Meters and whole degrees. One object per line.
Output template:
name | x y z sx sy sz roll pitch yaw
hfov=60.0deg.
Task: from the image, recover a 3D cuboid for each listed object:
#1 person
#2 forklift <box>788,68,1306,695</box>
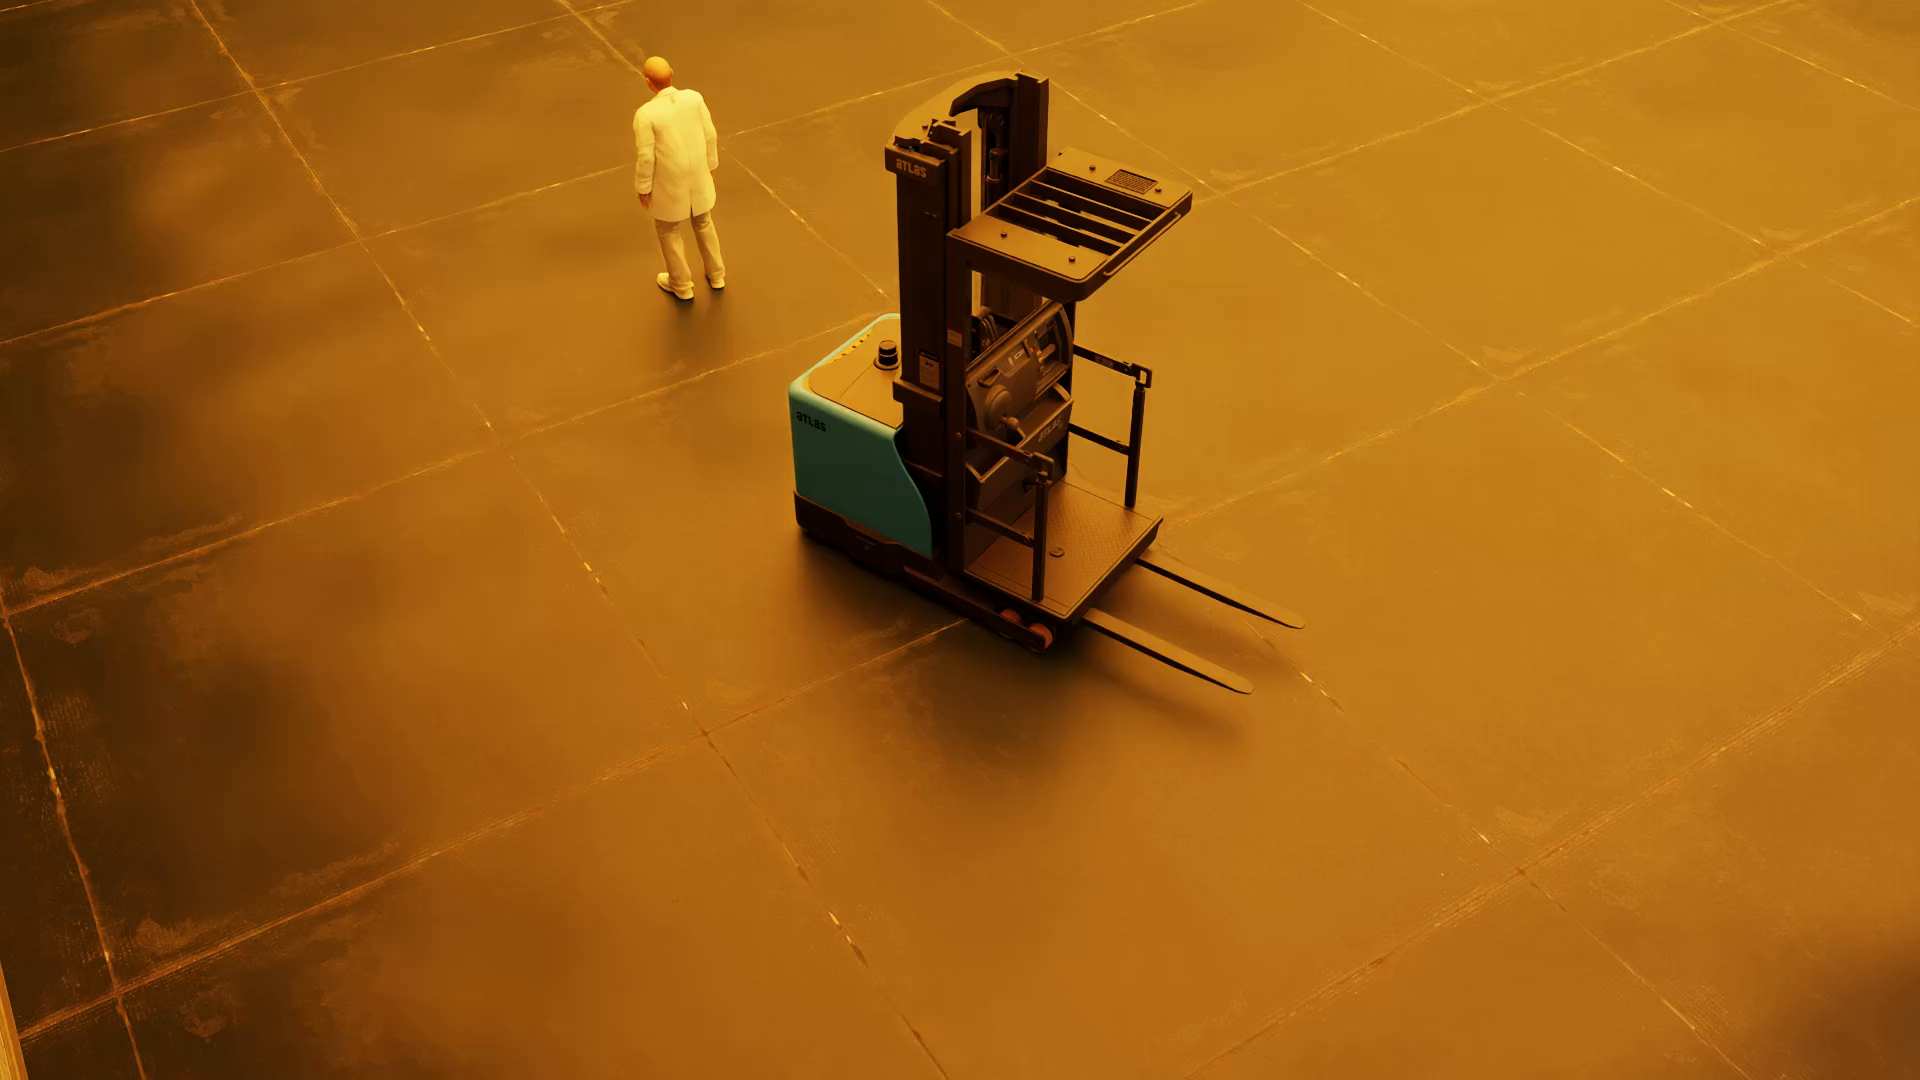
person | -1.983 -2.530 11.646 0.651 1.773 0.435 -26 47 -27
forklift | 0.496 -0.872 8.869 3.031 2.935 1.130 25 47 26
